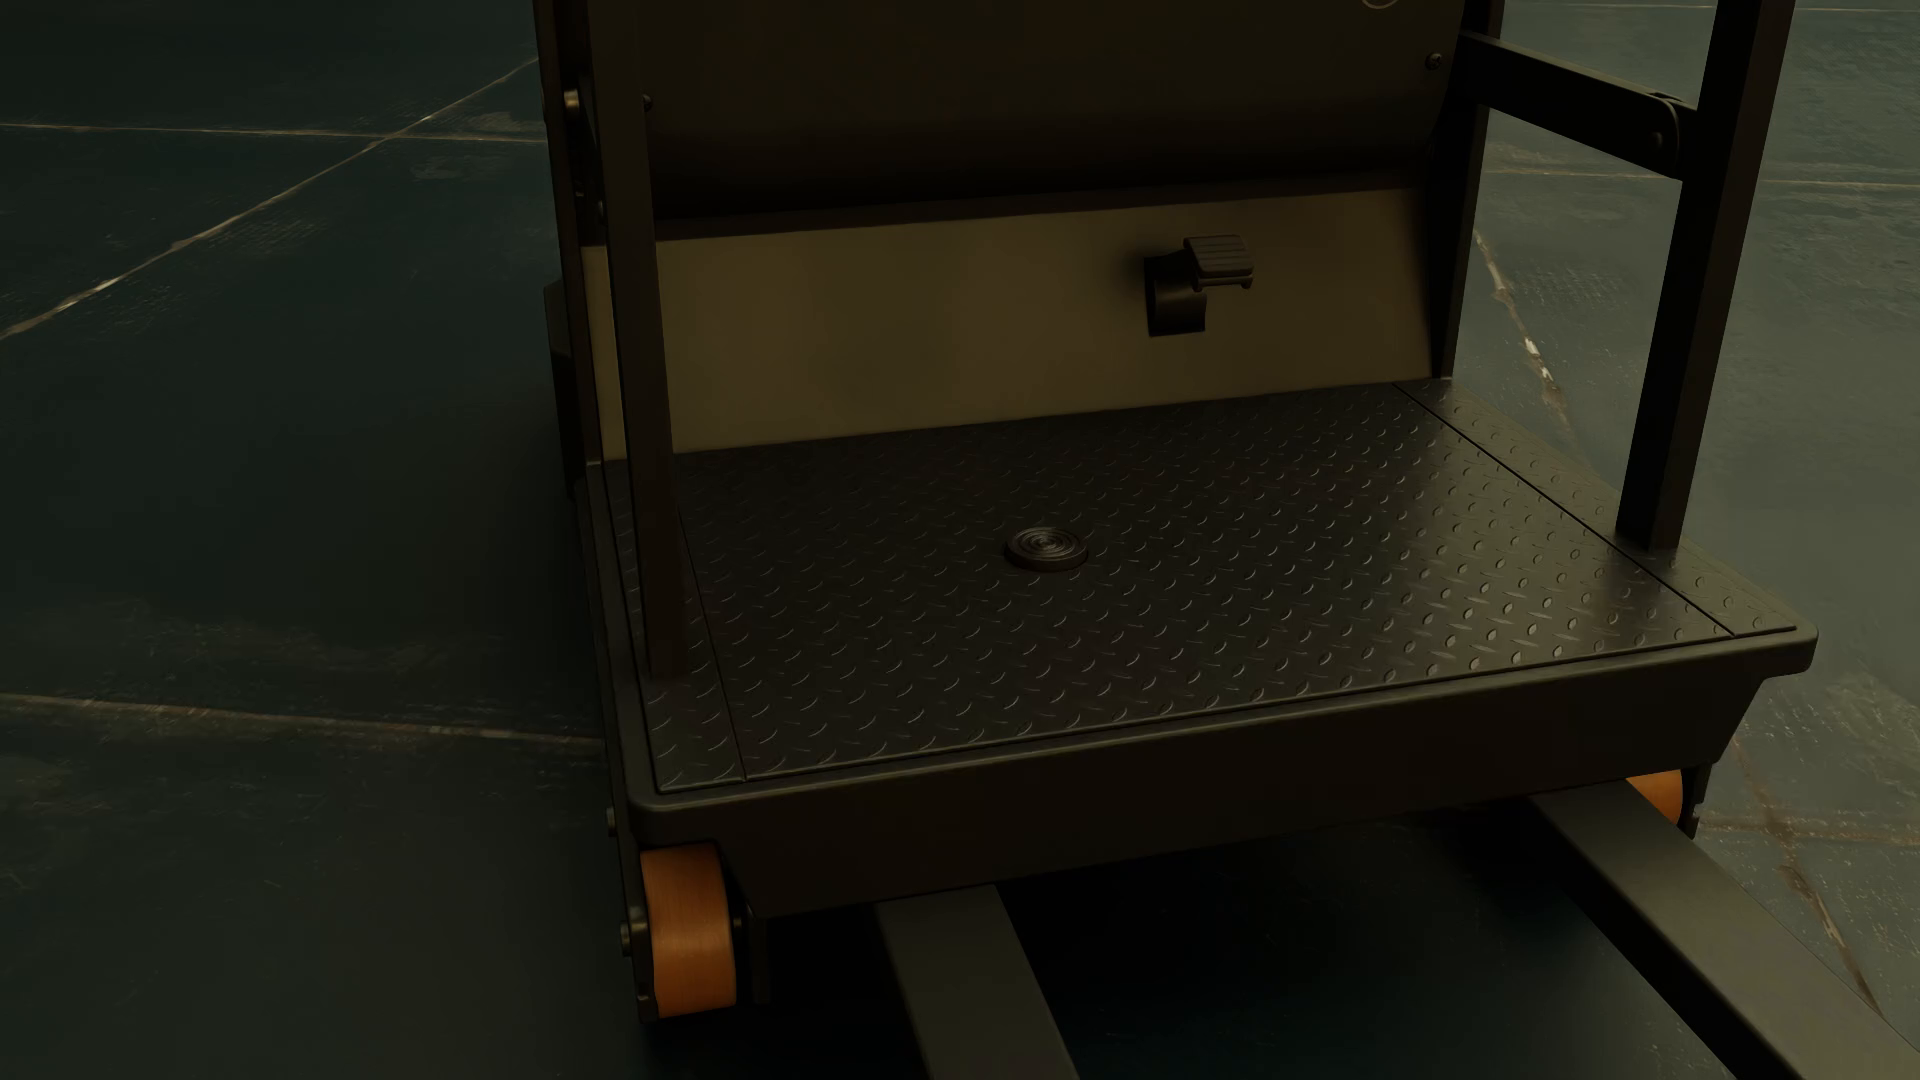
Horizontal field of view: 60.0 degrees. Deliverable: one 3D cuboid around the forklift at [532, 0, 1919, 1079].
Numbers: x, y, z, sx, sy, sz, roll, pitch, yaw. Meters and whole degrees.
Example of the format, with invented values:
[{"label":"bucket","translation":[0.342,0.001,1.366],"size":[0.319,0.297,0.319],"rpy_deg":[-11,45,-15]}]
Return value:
[{"label":"forklift","translation":[0.153,-1.049,1.319],"size":[1.130,2.935,3.031],"rpy_deg":[-7,27,-13]}]
